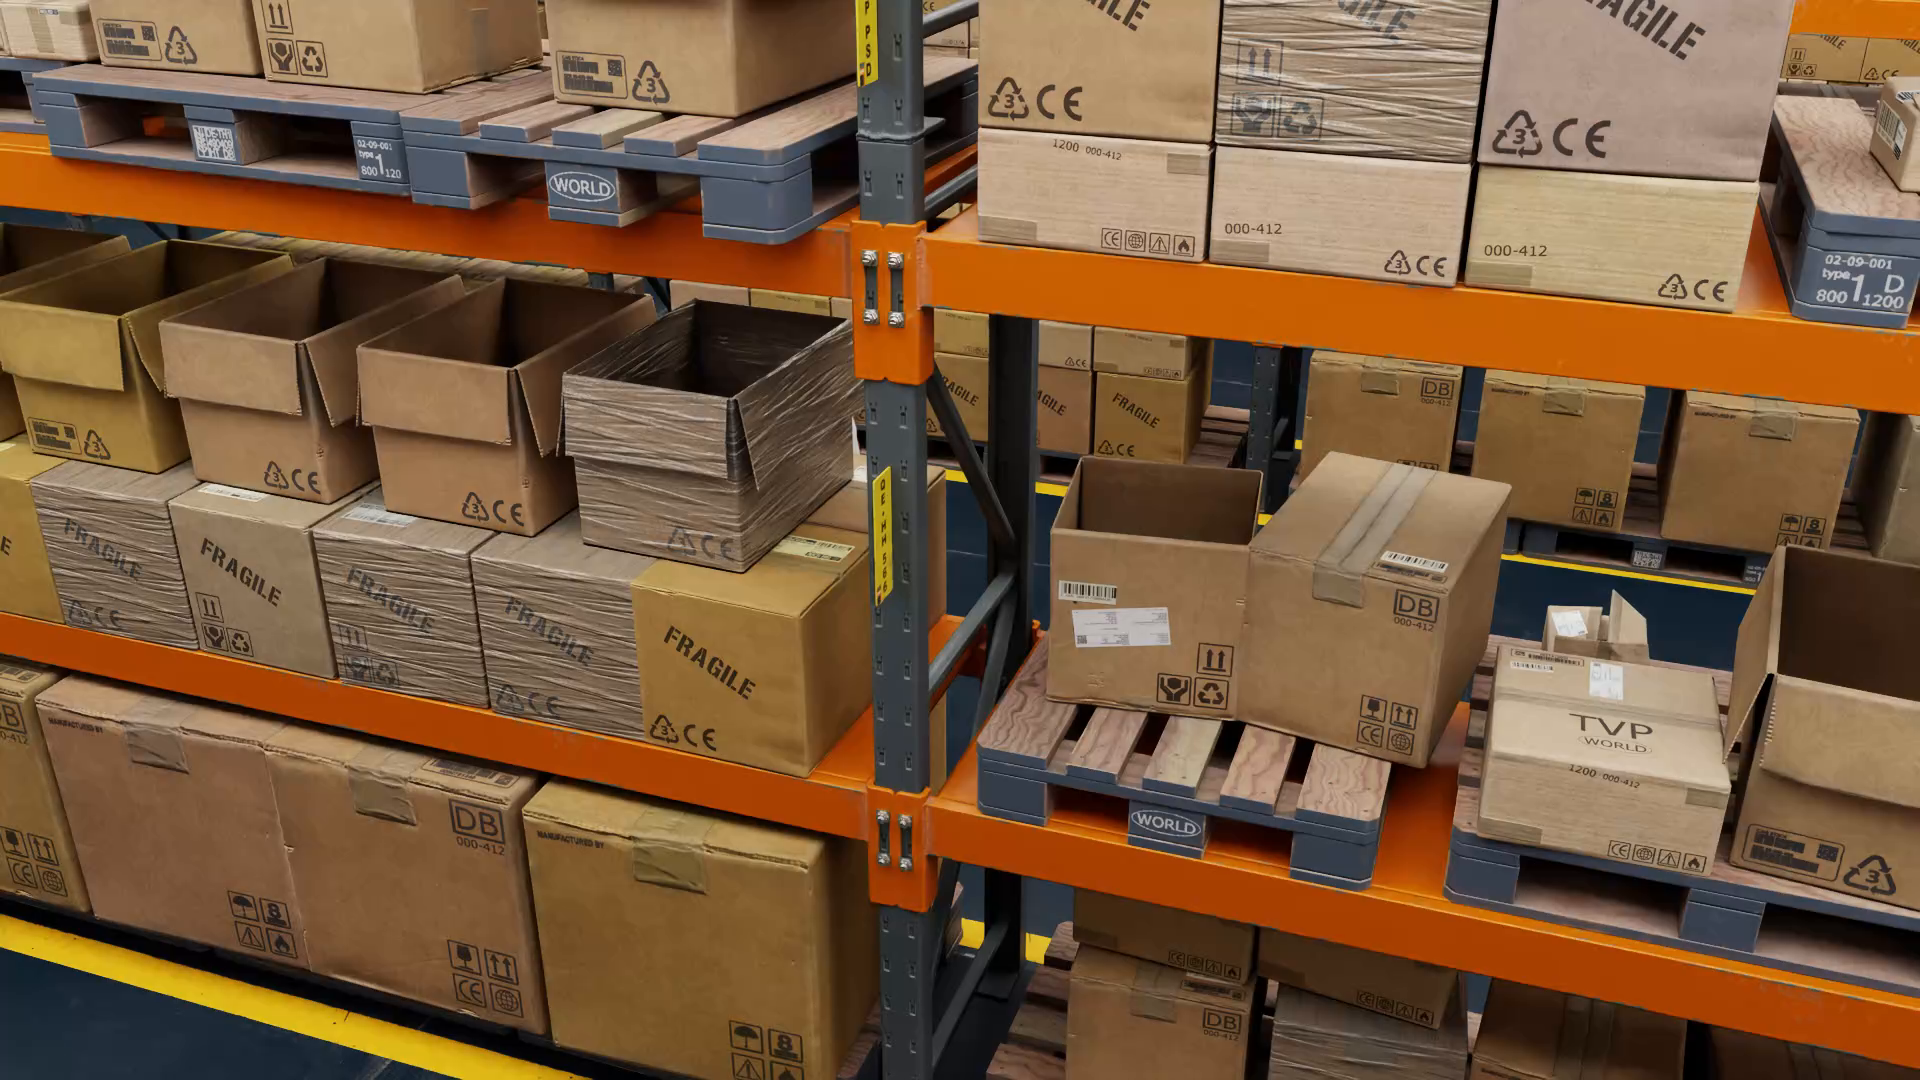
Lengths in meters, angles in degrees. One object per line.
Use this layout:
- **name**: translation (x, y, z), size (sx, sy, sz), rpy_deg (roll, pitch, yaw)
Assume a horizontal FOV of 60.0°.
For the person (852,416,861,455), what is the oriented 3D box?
- **person**: translation (-0.604, -0.005, 6.718), size (0.450, 1.780, 0.607), rpy_deg (9, 27, 18)
